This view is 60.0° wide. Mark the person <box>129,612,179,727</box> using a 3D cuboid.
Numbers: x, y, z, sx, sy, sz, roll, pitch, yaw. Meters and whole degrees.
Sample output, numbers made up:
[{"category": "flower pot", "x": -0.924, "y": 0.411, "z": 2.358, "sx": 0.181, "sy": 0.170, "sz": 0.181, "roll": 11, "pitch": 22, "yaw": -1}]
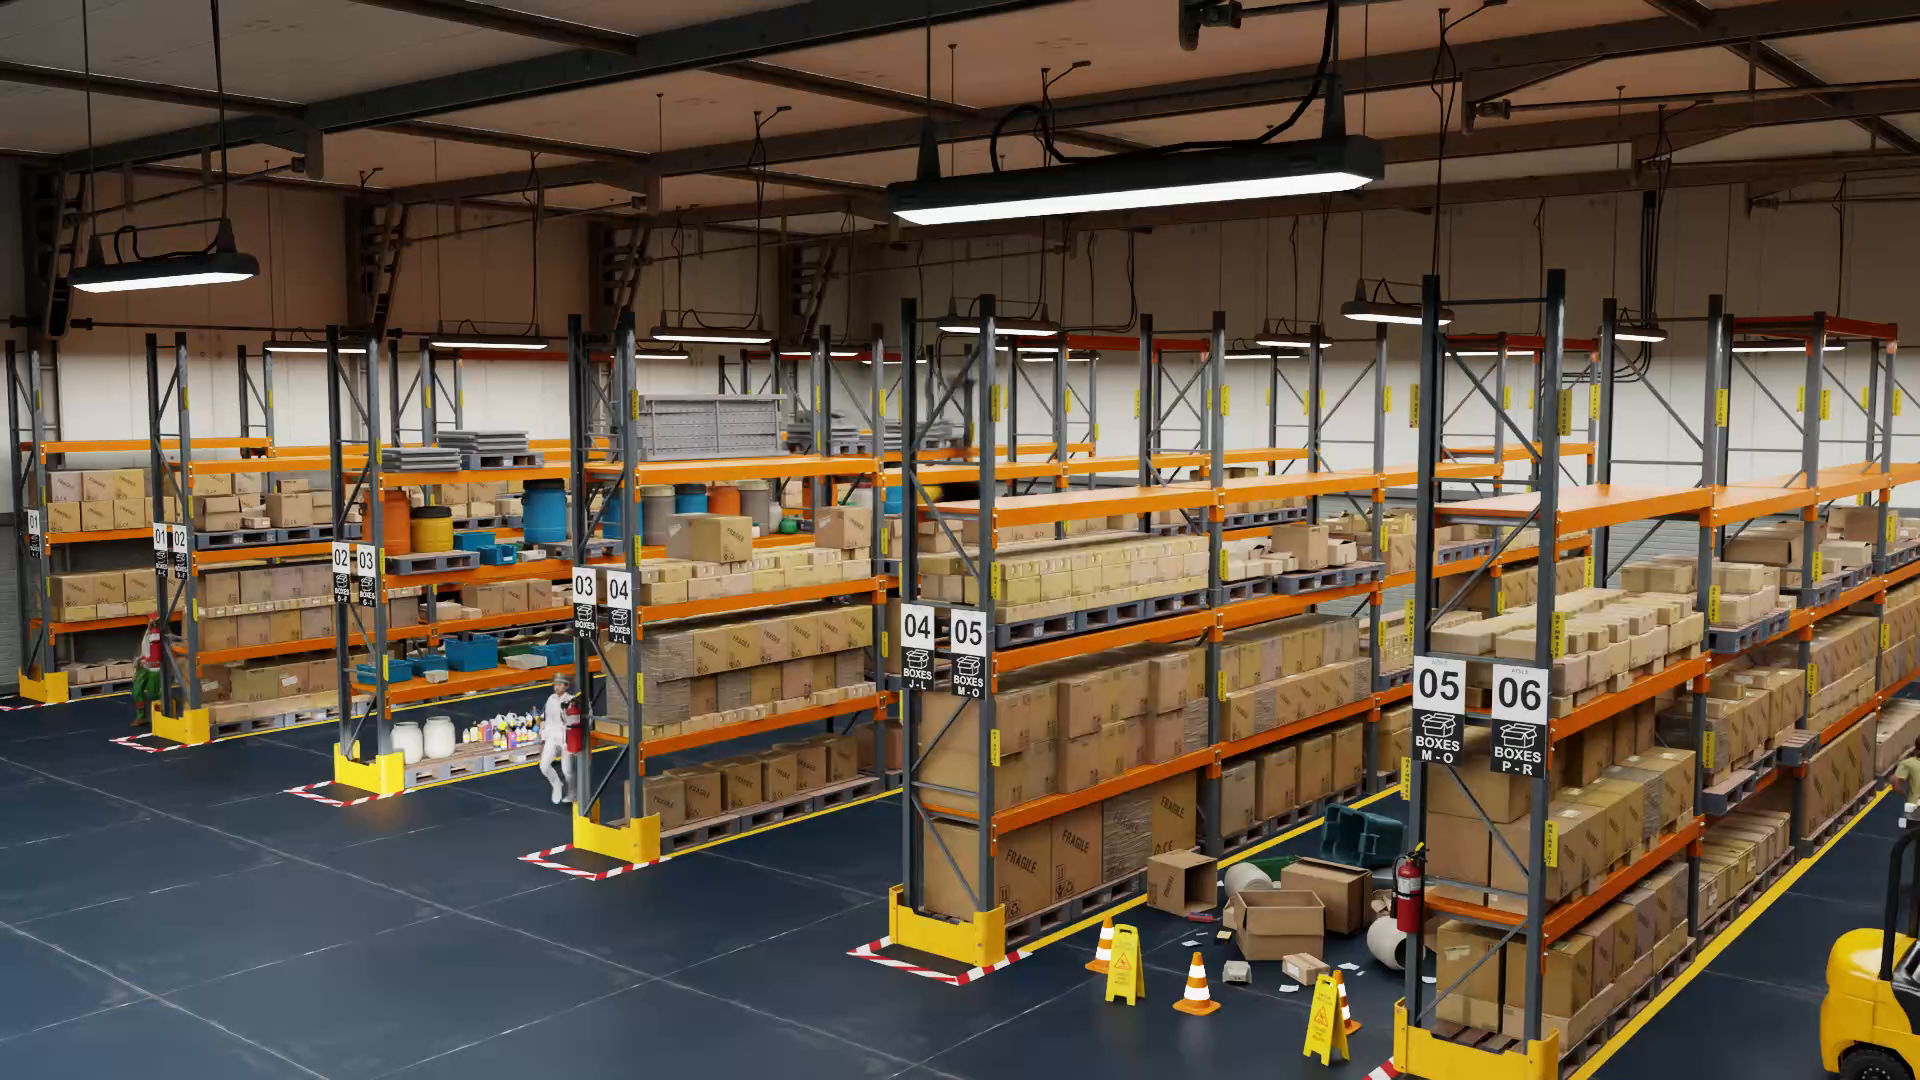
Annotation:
[{"category": "person", "x": -12.476, "y": 1.990, "z": 25.807, "sx": 0.716, "sy": 1.766, "sz": 0.792, "roll": 3, "pitch": 6, "yaw": 26}]

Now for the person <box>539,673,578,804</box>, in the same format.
[{"category": "person", "x": -4.978, "y": 2.464, "z": 20.618, "sx": 0.594, "sy": 1.660, "sz": 0.624, "roll": 2, "pitch": 5, "yaw": 17}]

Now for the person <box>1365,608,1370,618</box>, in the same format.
[{"category": "person", "x": 6.428, "y": 1.951, "z": 25.842, "sx": 0.680, "sy": 1.839, "sz": 0.842, "roll": 4, "pitch": 6, "yaw": 34}]

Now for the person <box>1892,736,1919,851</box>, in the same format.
[{"category": "person", "x": 9.970, "y": 2.846, "z": 17.191, "sx": 0.597, "sy": 1.609, "sz": 0.683, "roll": 4, "pitch": 6, "yaw": 34}]
